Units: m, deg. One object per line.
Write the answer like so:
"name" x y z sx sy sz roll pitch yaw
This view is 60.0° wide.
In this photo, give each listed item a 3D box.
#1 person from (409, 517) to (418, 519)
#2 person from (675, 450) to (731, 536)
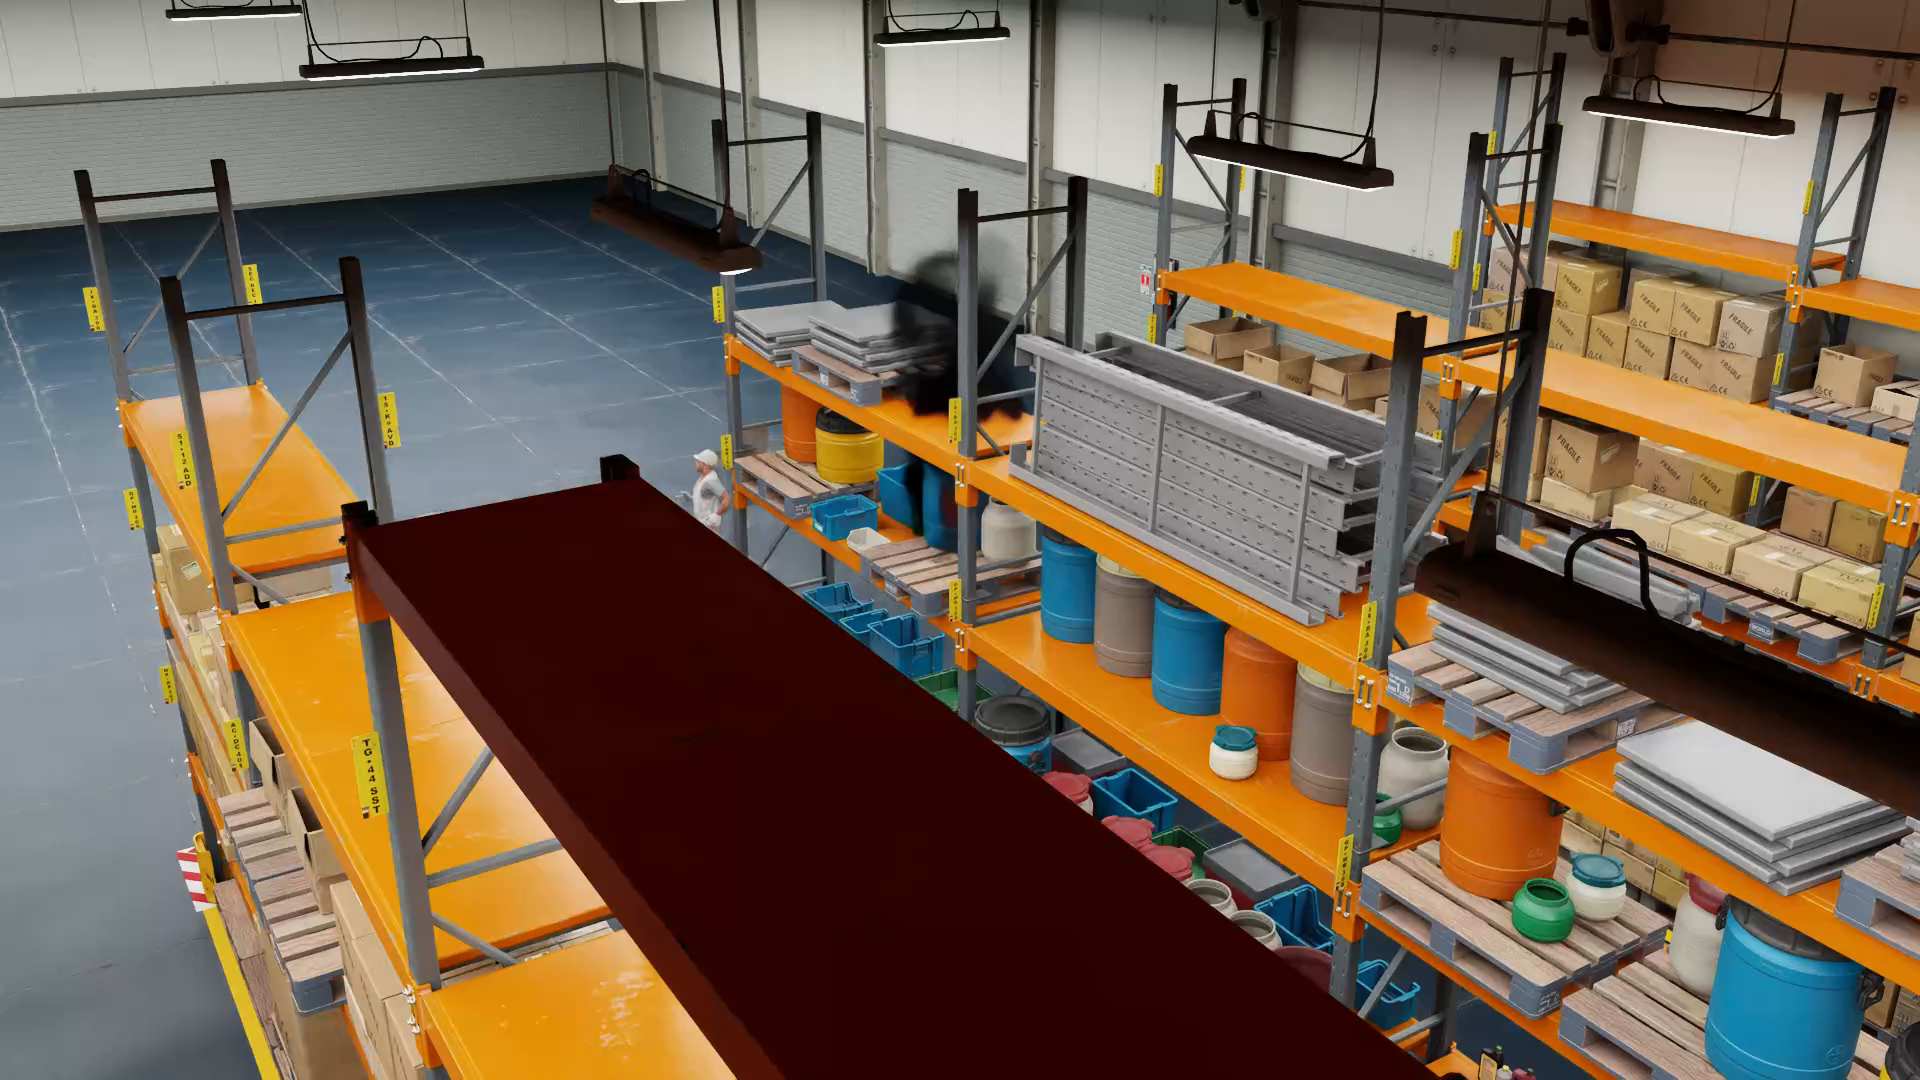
"person" -5.628 0.579 17.645 0.713 1.742 0.681 1 22 3
"person" -2.963 -0.184 19.454 0.908 1.801 0.667 -2 22 -4
